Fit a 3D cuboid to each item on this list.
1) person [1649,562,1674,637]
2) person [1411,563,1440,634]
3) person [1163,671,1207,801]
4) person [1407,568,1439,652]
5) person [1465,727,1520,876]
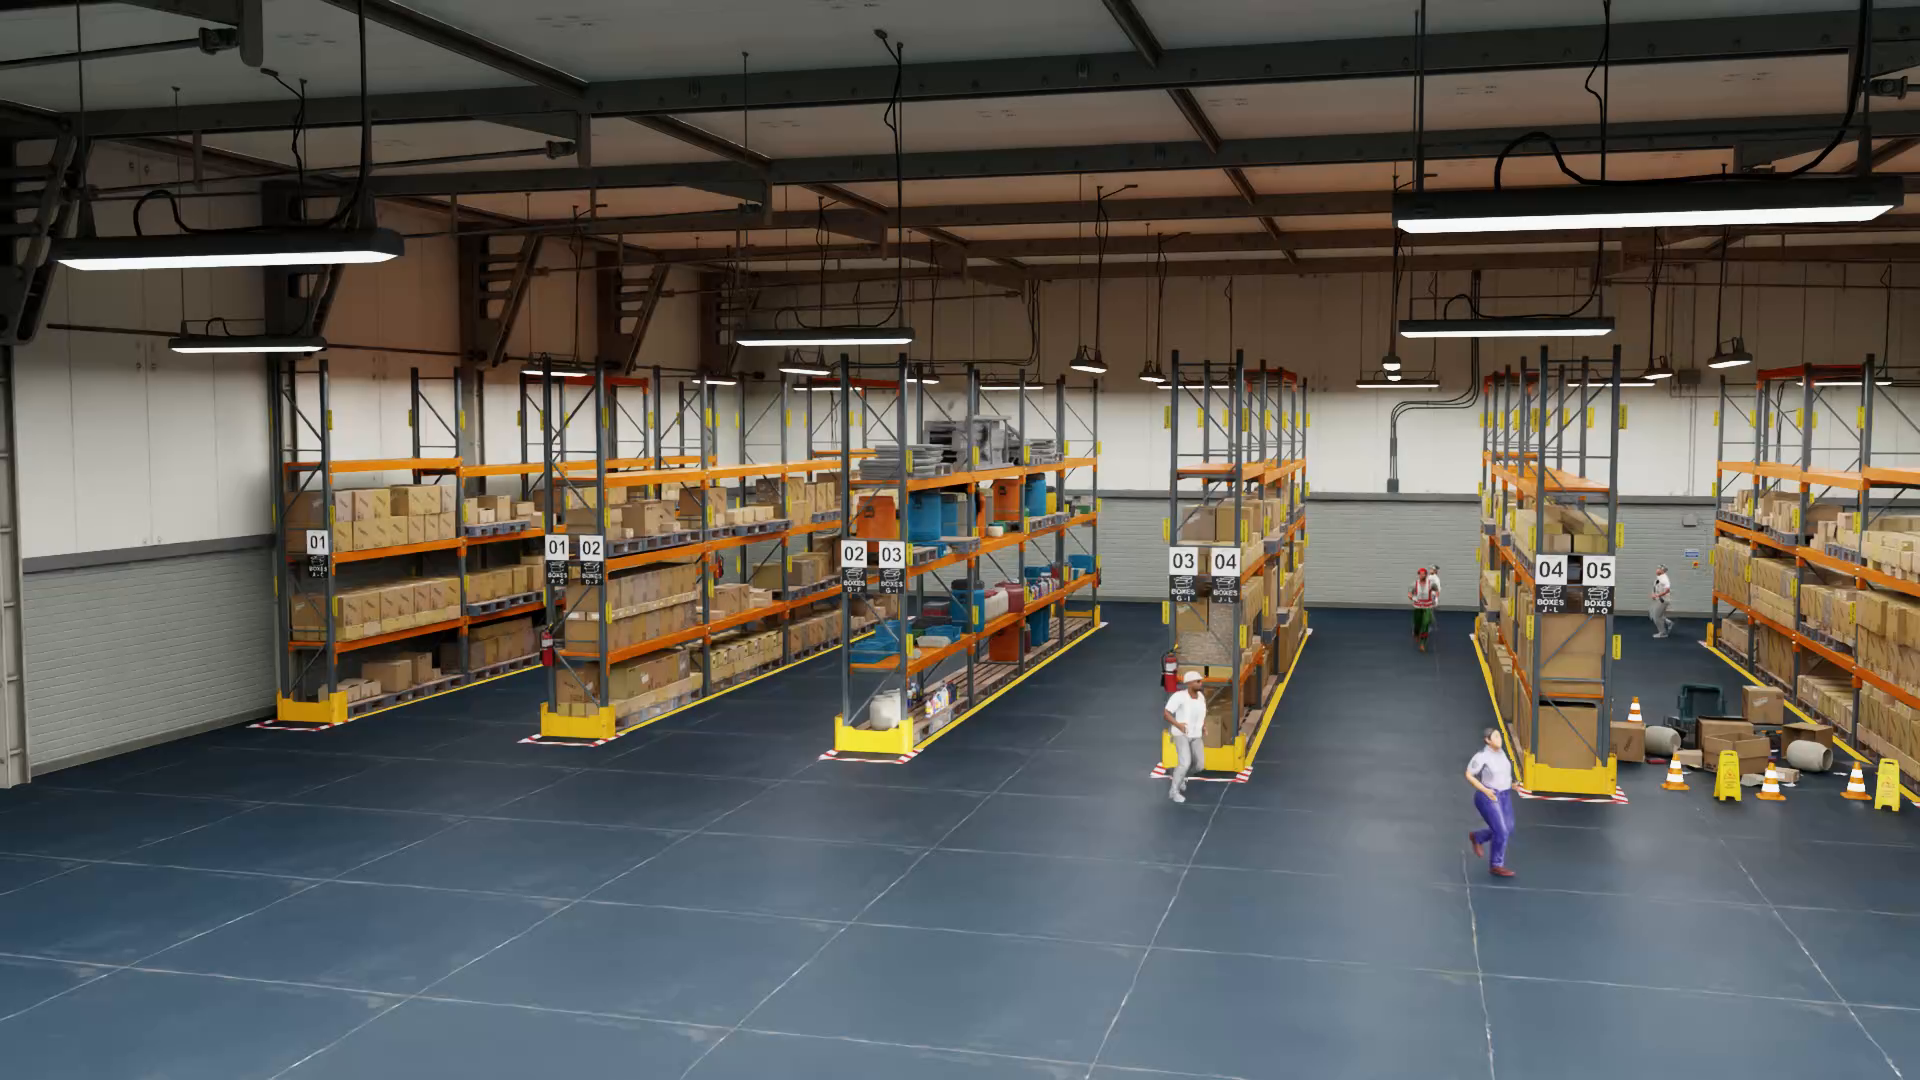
[{"bbox_3d":[16.193,1.385,38.328,0.550,1.743,0.693,1,4,18],"label":"person"},{"bbox_3d":[10.951,1.371,38.800,0.706,1.681,0.597,-2,5,-26],"label":"person"},{"bbox_3d":[3.025,2.579,22.074,0.704,1.685,0.563,-2,5,-30],"label":"person"},{"bbox_3d":[10.123,1.496,36.352,0.670,1.790,0.989,1,4,18],"label":"person"},{"bbox_3d":[5.887,2.875,18.472,0.613,1.599,0.687,-3,5,-35],"label":"person"}]
